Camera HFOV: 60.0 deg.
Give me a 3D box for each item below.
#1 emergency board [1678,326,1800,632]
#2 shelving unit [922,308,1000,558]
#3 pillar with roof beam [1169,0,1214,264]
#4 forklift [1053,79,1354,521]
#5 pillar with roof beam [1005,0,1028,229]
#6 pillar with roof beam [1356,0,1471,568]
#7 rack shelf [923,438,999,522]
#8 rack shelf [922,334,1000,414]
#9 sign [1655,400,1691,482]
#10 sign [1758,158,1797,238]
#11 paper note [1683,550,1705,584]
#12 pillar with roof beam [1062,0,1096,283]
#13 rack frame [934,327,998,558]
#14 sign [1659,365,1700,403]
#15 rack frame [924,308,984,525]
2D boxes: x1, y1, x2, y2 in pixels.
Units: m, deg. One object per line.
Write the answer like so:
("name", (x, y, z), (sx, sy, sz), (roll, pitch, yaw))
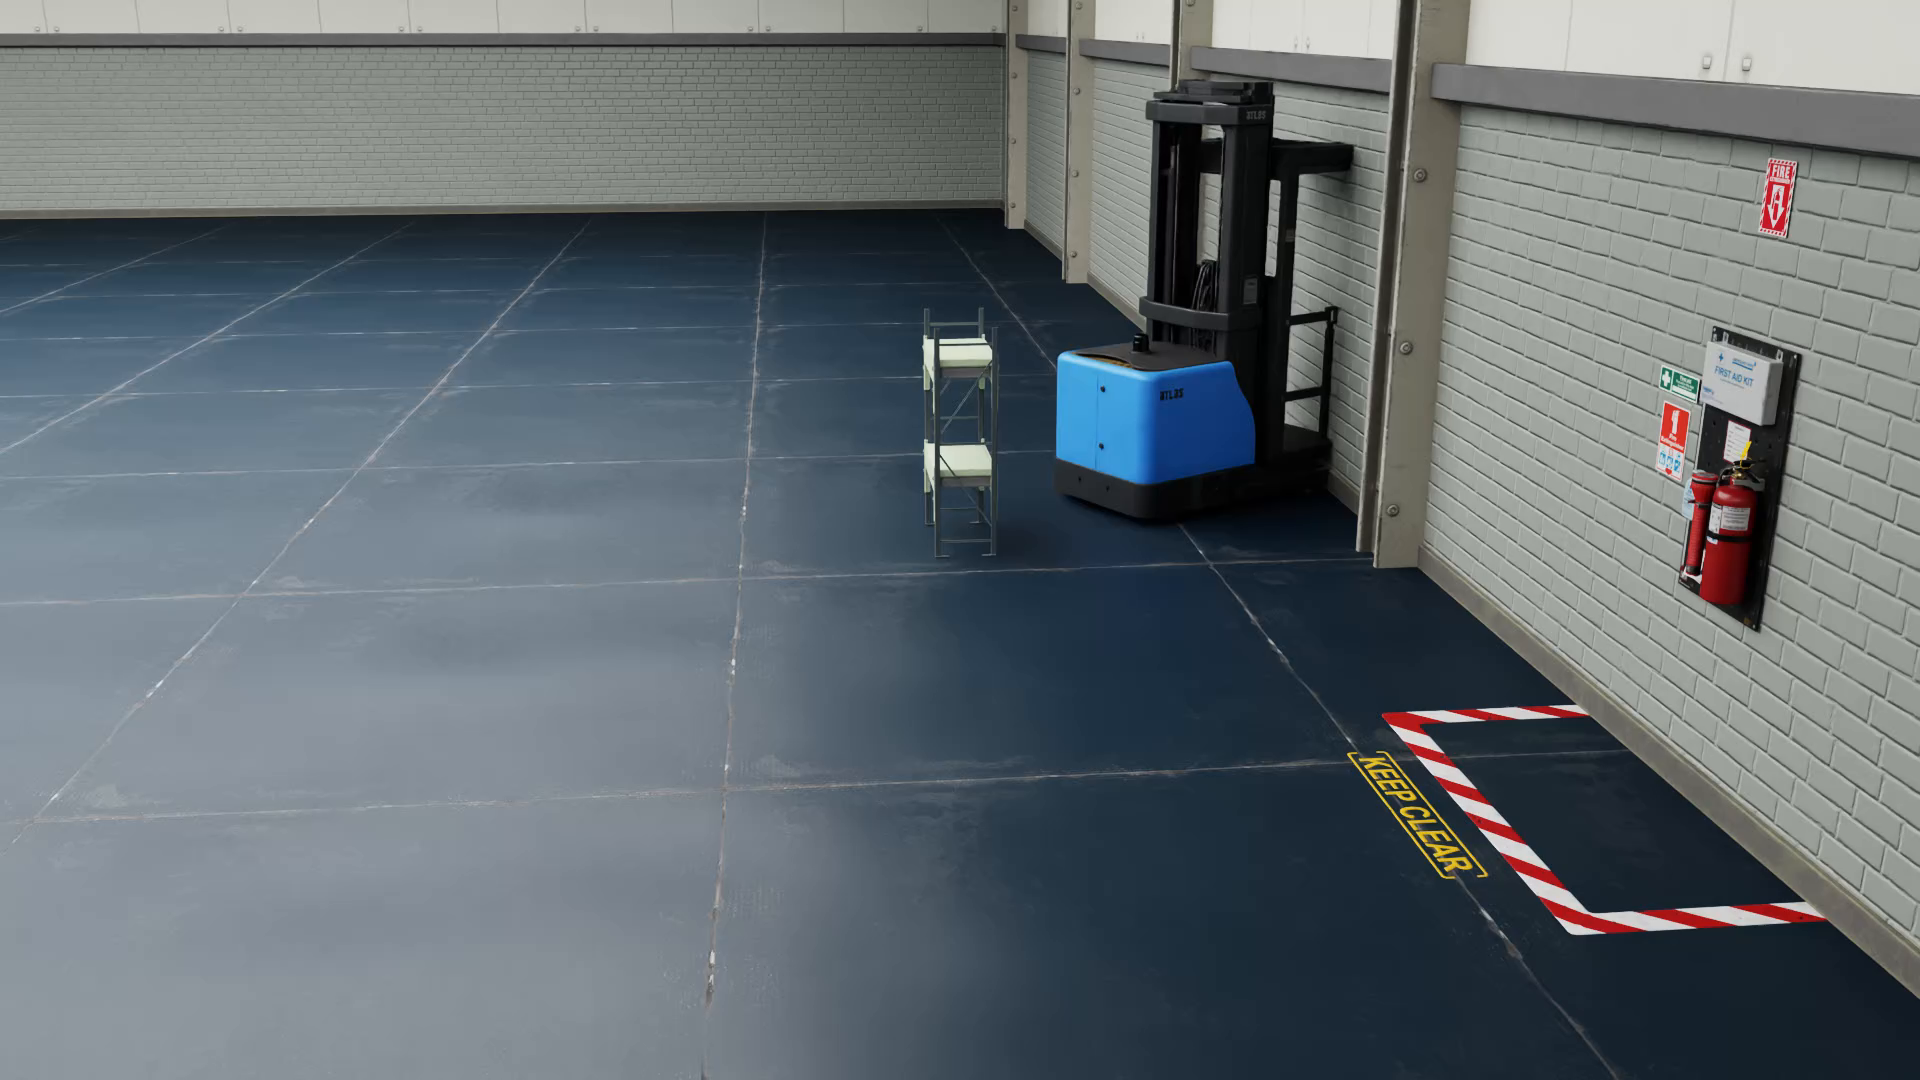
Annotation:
("emergency board", (3.187, -0.265, 7.013), (0.194, 1.169, 0.643), (-2, 18, -6))
("shelving unit", (-0.001, -0.718, 10.959), (0.431, 1.500, 0.755), (-2, 18, -6))
("pillar with roof beam", (-2.116, -5.832, 14.730), (9.100, 9.000, 0.400), (-2, 18, -6))
("forklift", (2.175, -1.855, 12.191), (3.031, 2.935, 1.130), (-12, 21, -34))
("pillar with roof beam", (-3.354, -9.407, 26.118), (9.100, 9.000, 0.400), (-2, 18, -6))
("pillar with roof beam", (-1.497, -4.044, 9.036), (9.100, 9.000, 0.400), (-2, 18, -6))
("rack shelf", (-0.001, -0.407, 11.056), (0.431, 0.370, 0.720), (-2, 18, -6))
("rack shelf", (-0.001, -1.090, 10.842), (0.431, 0.370, 0.720), (-2, 18, -6))
("sign", (3.232, -0.450, 7.543), (0.001, 0.329, 0.234), (-2, 18, -6))
("sign", (3.285, -1.376, 6.683), (0.001, 0.298, 0.199), (-2, 18, -6))
("paper note", (3.237, 0.101, 7.320), (0.016, 0.148, 0.142), (-2, 18, -6))
("pillar with roof beam", (-2.735, -7.620, 20.424), (9.100, 9.000, 0.400), (-2, 18, -6))
("rack frame", (0.037, -0.609, 10.611), (0.400, 1.500, 0.023), (-2, 18, -6))
("sign", (3.224, -0.701, 7.458), (0.001, 0.109, 0.331), (-2, 18, -6))
("rack frame", (-0.038, -0.827, 11.306), (0.400, 1.500, 0.023), (-2, 18, -6))
